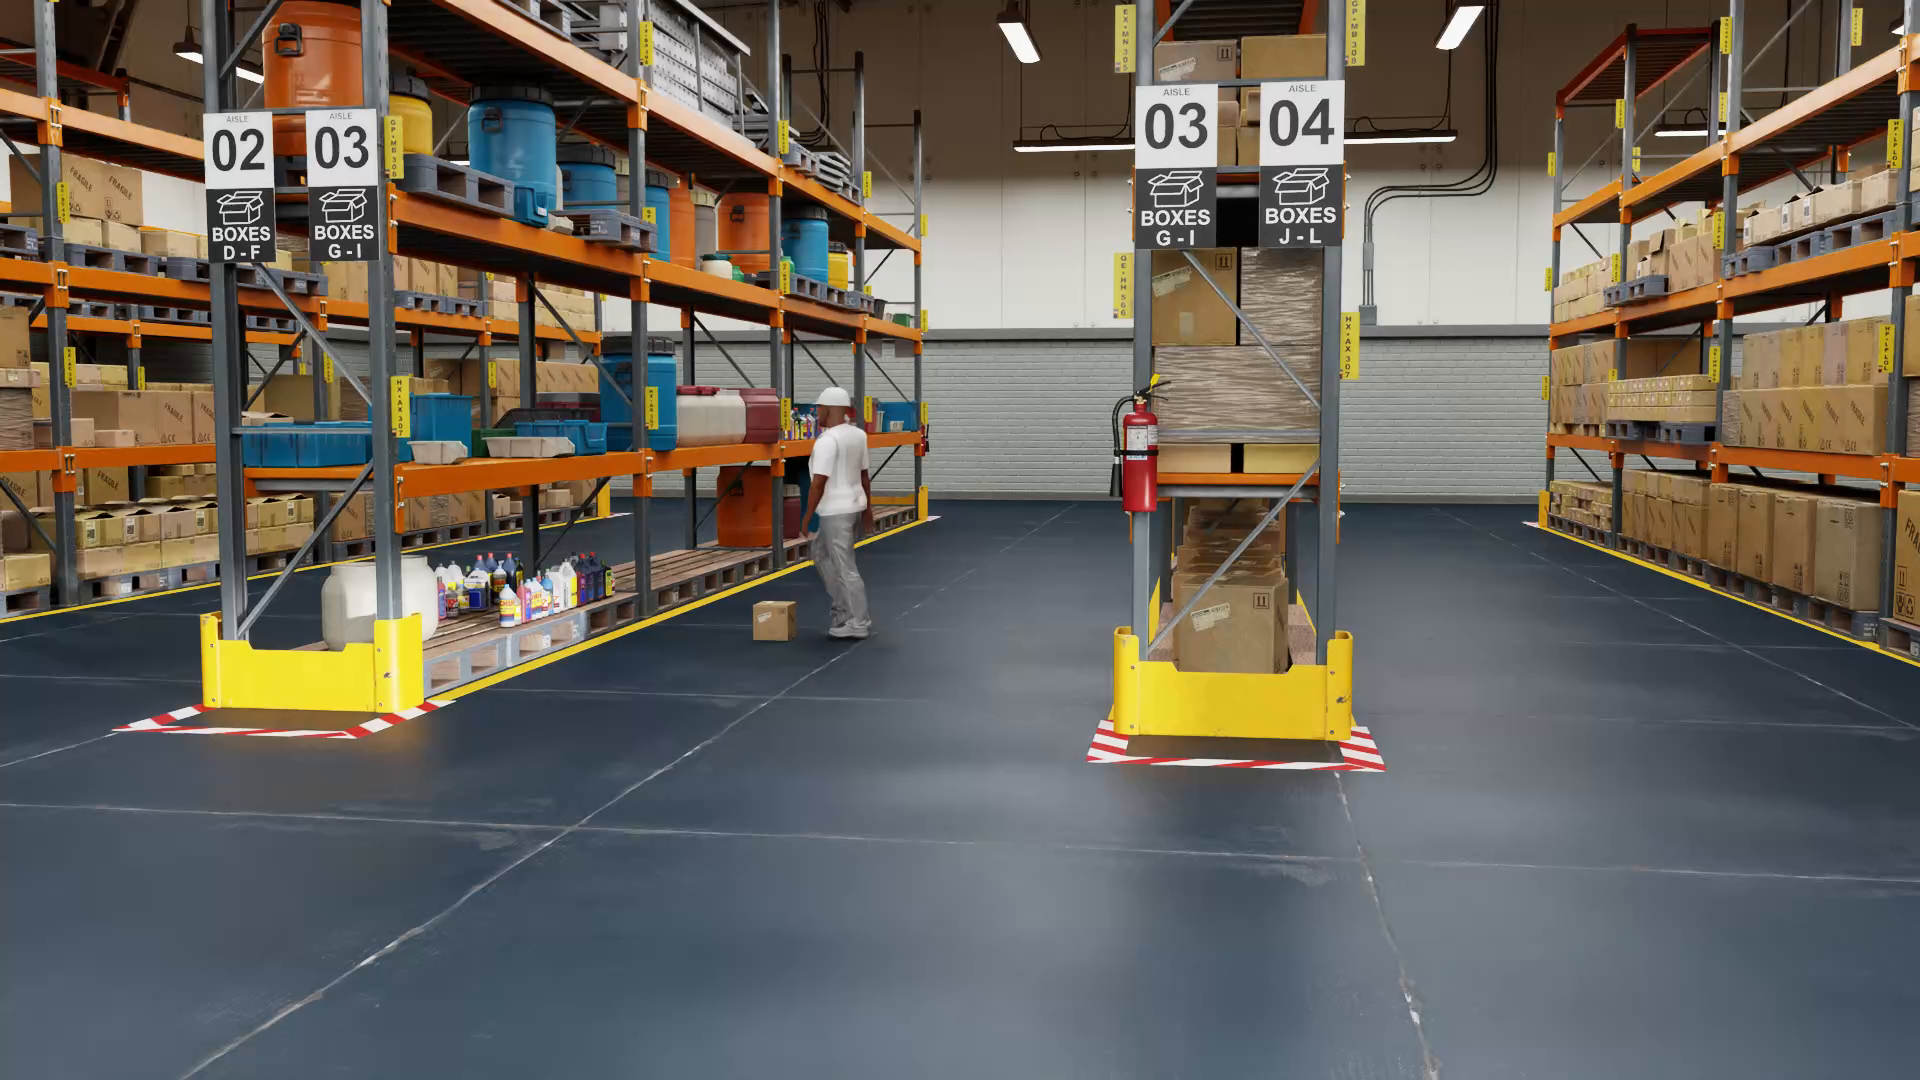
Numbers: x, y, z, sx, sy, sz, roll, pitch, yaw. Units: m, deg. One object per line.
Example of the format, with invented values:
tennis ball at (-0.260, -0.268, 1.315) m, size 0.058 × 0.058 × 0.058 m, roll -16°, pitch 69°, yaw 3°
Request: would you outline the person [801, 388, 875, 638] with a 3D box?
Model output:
person at (-0.880, -0.159, 11.722) m, size 0.511 × 1.824 × 0.628 m, roll 2°, pitch 5°, yaw 20°
